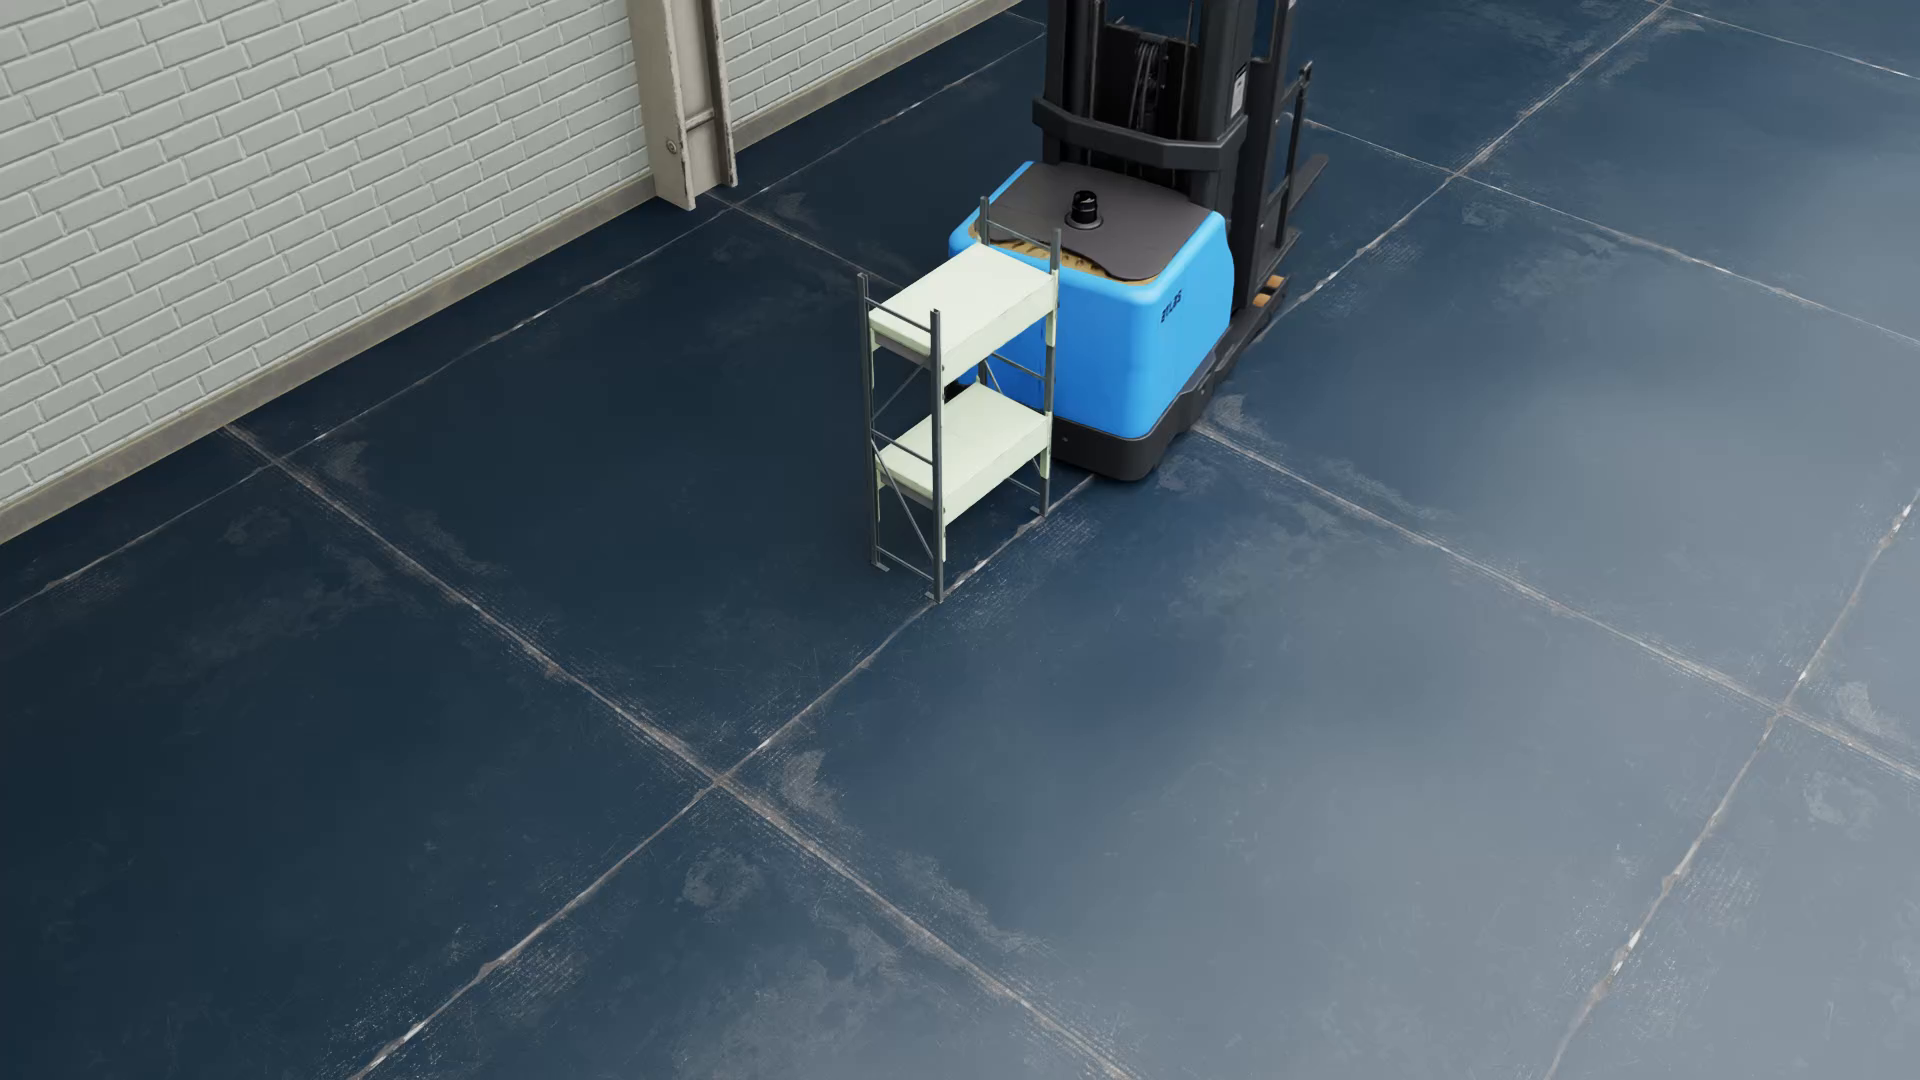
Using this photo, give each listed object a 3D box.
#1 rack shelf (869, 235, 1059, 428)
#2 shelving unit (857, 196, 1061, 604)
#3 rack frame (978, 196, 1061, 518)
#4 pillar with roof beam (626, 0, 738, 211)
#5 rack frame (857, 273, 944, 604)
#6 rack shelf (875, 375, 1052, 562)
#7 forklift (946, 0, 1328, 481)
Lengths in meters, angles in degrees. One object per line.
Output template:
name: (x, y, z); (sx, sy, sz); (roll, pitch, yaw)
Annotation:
rack shelf: (0.004, -0.847, 6.669); (0.431, 0.370, 0.720); (29, 50, 28)
shelving unit: (0.004, -0.558, 6.932); (0.431, 1.500, 0.755); (29, 50, 28)
rack frame: (0.240, -0.747, 7.139); (0.400, 1.500, 0.023); (29, 50, 28)
pillar with roof beam: (1.757, -3.513, 4.607); (9.100, 9.000, 0.400); (29, 50, 28)
rack frame: (-0.231, -0.370, 6.724); (0.400, 1.500, 0.023); (29, 50, 28)
rack shelf: (0.004, -0.317, 7.151); (0.431, 0.370, 0.720); (29, 50, 28)
forklift: (1.086, -2.337, 7.824); (1.130, 2.935, 3.031); (20, 46, 21)
